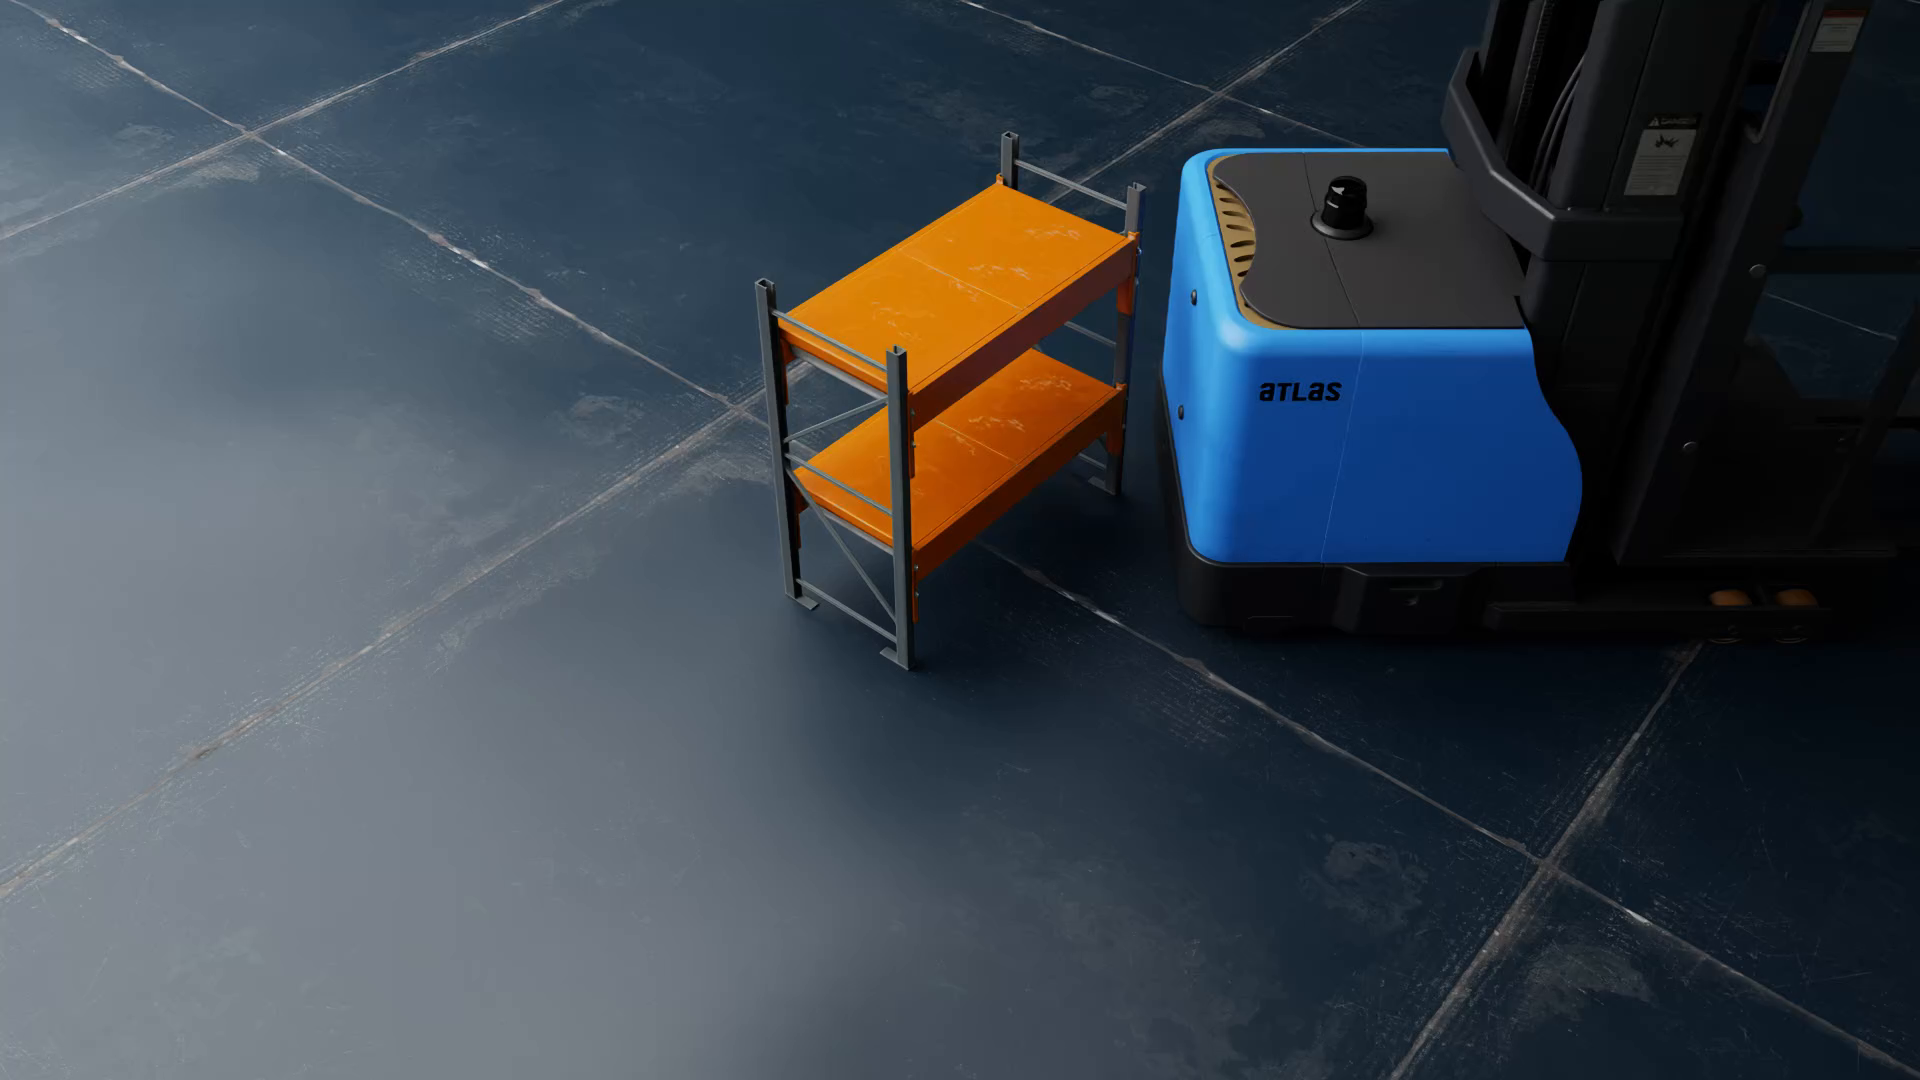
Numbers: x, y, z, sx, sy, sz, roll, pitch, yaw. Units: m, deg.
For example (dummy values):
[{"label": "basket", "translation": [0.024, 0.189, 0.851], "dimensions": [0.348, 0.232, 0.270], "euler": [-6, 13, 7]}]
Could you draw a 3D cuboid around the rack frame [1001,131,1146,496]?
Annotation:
[{"label": "rack frame", "translation": [0.323, -0.674, 5.156], "dimensions": [0.500, 1.125, 0.032], "euler": [29, 50, 28]}]

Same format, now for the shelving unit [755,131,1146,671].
[{"label": "shelving unit", "translation": [-0.004, -0.413, 4.868], "dimensions": [0.538, 1.125, 1.048], "euler": [29, 50, 28]}]

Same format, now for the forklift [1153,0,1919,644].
[{"label": "forklift", "translation": [2.163, -1.138, 4.323], "dimensions": [3.031, 2.935, 1.130], "euler": [0, 42, 0]}]

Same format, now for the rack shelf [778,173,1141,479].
[{"label": "rack shelf", "translation": [-0.004, -0.629, 4.671], "dimensions": [0.538, 0.278, 1.000], "euler": [29, 50, 28]}]

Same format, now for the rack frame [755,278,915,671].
[{"label": "rack frame", "translation": [-0.331, -0.151, 4.580], "dimensions": [0.500, 1.125, 0.032], "euler": [29, 50, 28]}]

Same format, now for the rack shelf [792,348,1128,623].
[{"label": "rack shelf", "translation": [-0.004, -0.232, 5.032], "dimensions": [0.538, 0.278, 1.000], "euler": [29, 50, 28]}]
